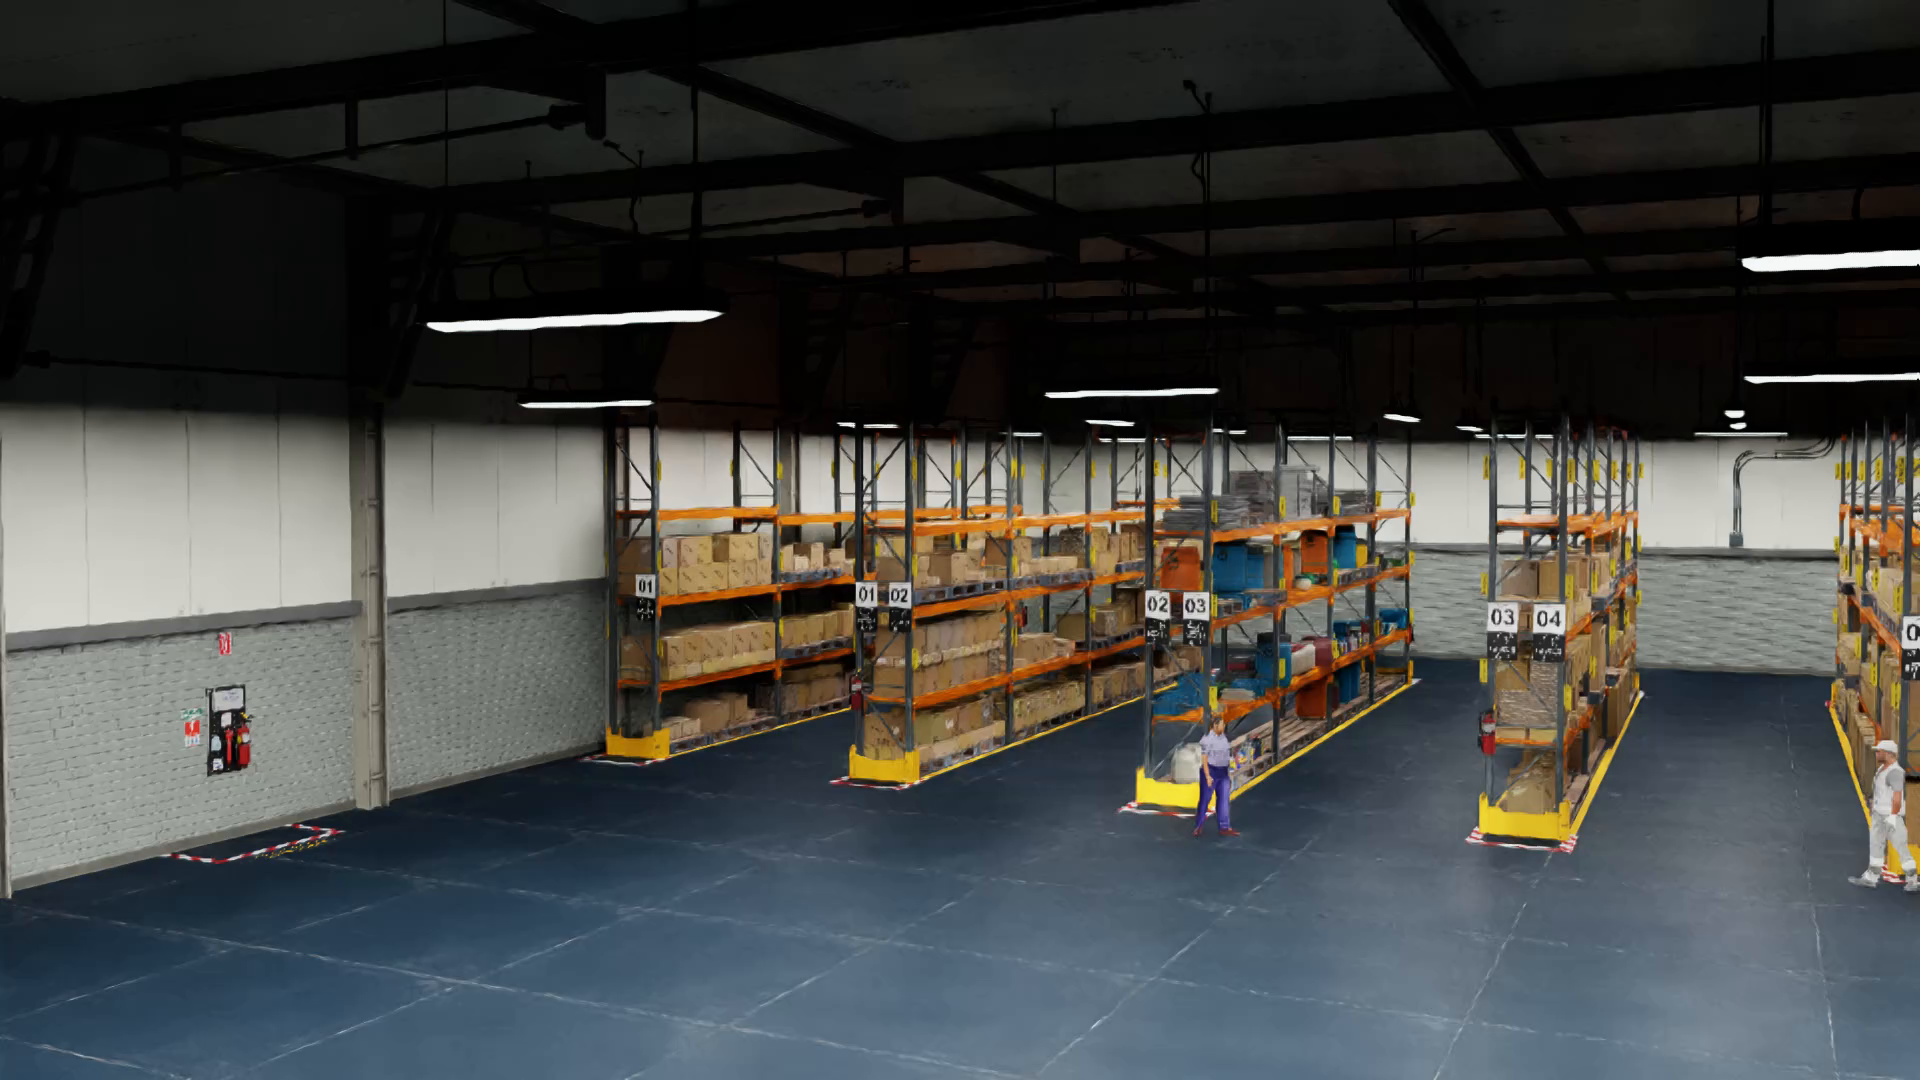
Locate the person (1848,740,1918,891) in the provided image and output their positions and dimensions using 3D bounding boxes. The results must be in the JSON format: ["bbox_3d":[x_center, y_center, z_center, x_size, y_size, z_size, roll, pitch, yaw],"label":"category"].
[{"bbox_3d":[11.066,3.275,19.914,0.663,1.785,0.769,0,2,7],"label":"person"}]

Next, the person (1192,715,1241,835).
[{"bbox_3d":[3.483,3.316,22.793,0.611,1.460,0.486,-2,3,-38],"label":"person"}]
